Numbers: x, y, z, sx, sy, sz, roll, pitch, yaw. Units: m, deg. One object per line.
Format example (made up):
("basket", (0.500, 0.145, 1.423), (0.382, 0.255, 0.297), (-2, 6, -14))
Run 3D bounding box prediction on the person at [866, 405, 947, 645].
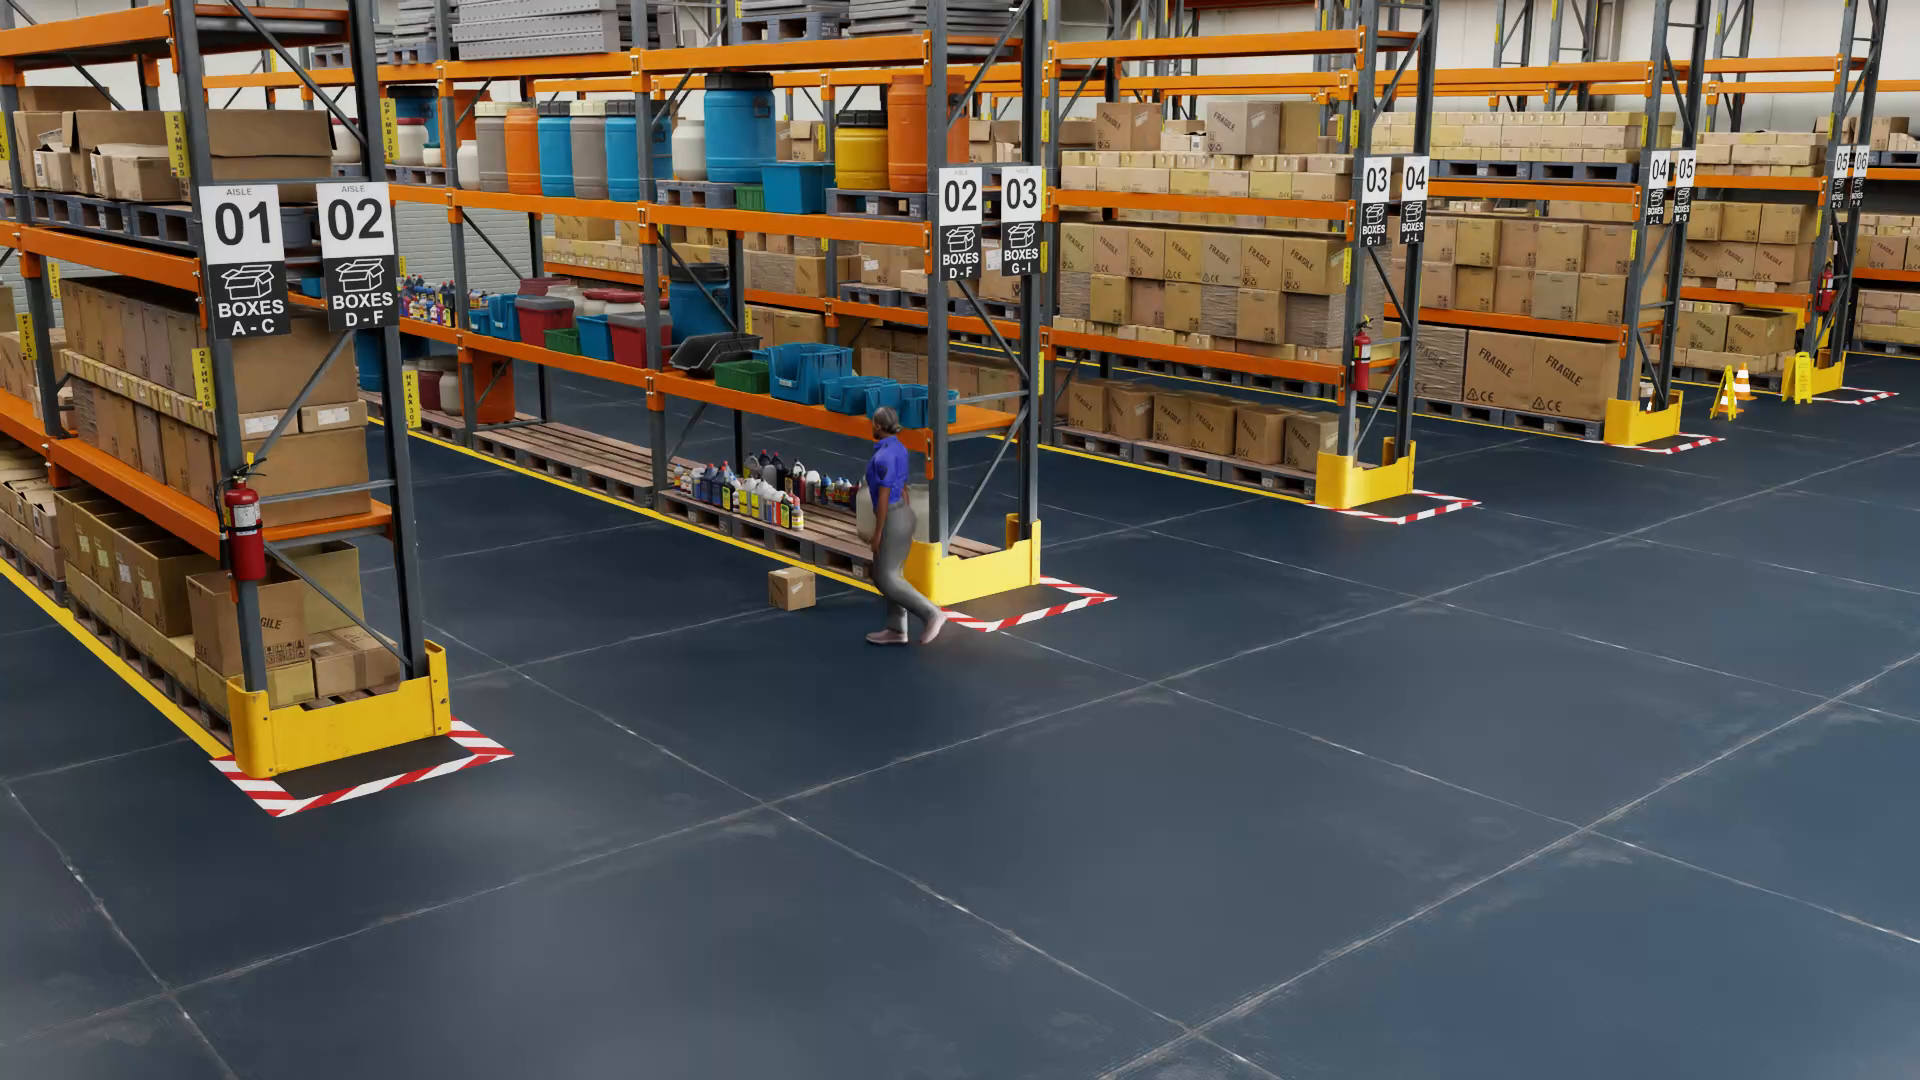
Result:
("person", (-0.365, -0.082, 11.284), (0.588, 1.652, 0.493), (3, 14, 11))
